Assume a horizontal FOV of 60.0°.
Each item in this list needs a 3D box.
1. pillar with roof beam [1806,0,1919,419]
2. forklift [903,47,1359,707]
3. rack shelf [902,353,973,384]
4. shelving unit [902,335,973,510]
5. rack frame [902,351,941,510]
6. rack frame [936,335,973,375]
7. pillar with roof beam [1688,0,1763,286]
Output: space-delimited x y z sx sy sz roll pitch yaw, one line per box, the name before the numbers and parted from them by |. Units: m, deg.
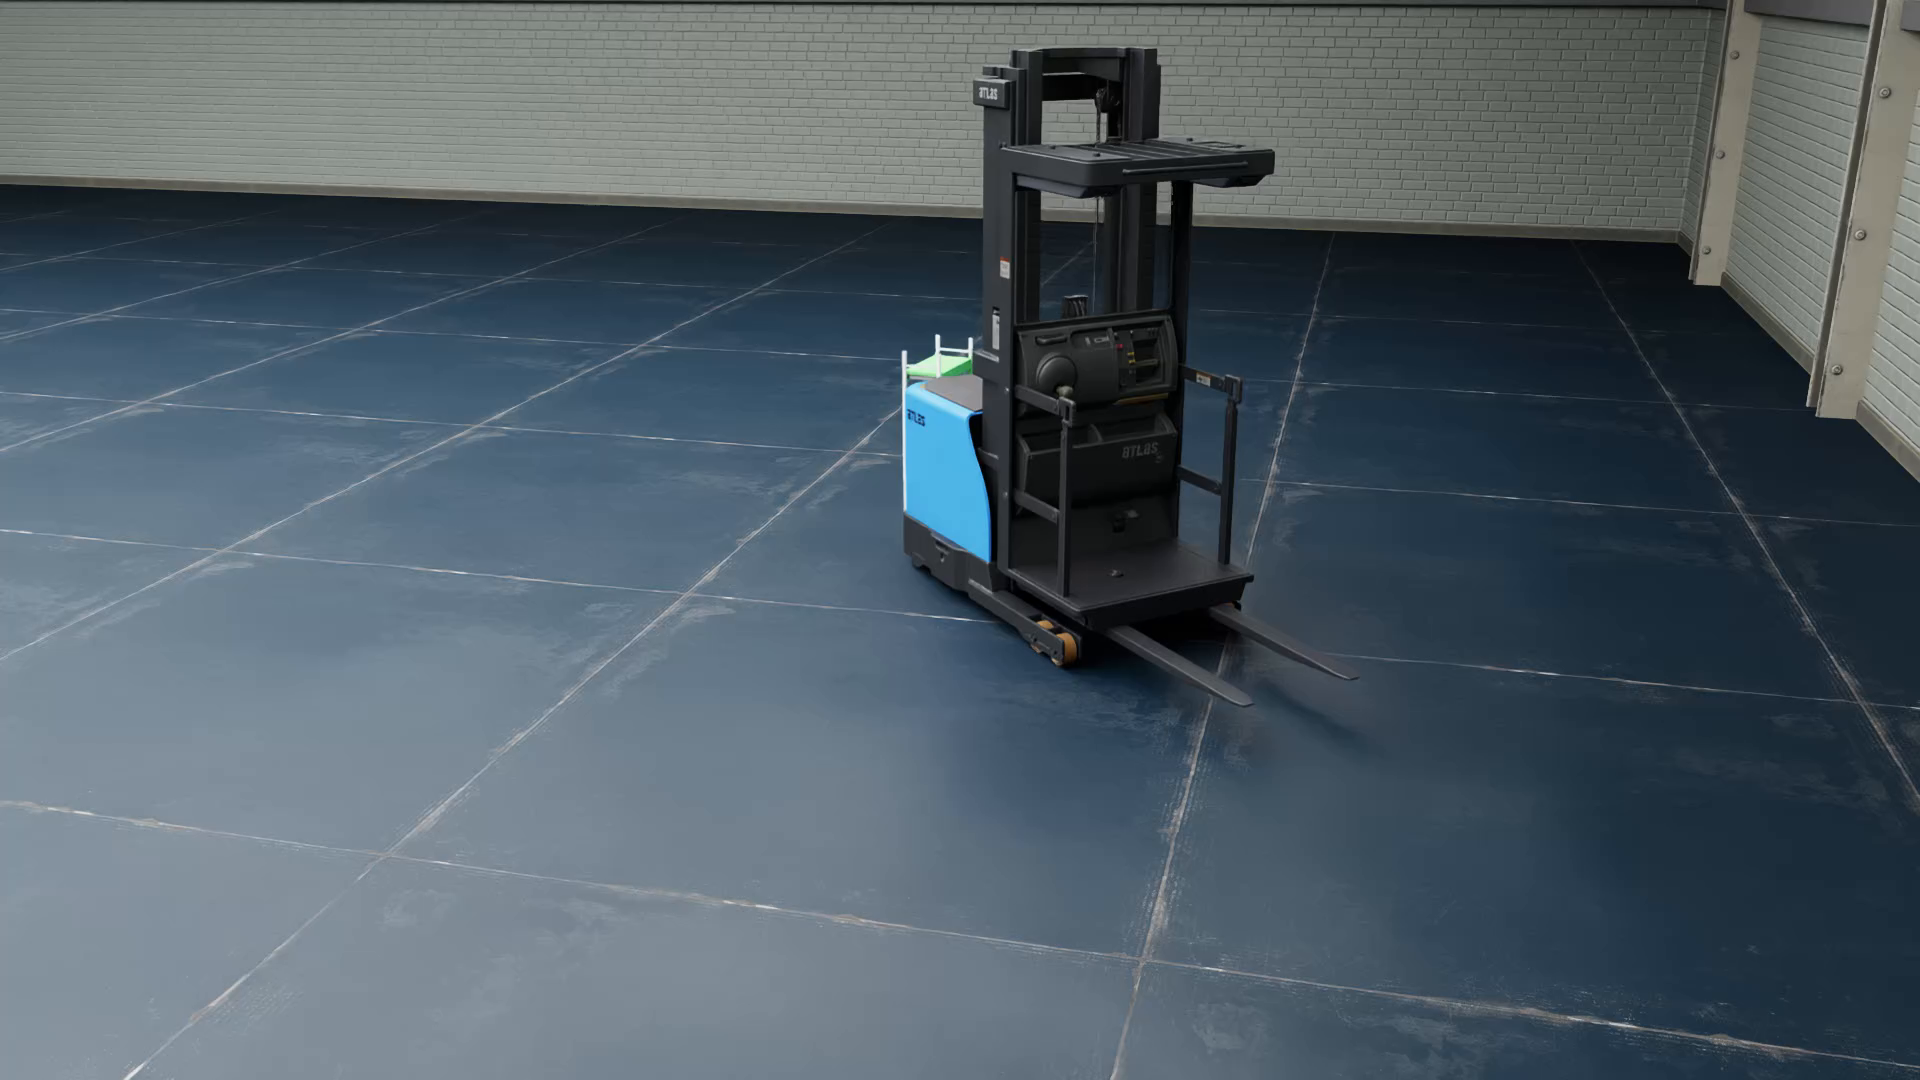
pillar with roof beam | 2.726 -5.610 12.690 9.100 9.000 0.400 5 19 13
forklift | 0.819 -0.922 8.352 1.130 2.935 3.031 -10 21 -27
rack shelf | -0.129 -0.988 9.935 0.258 0.148 0.480 8 20 21
shelving unit | -0.129 -0.594 10.070 0.258 1.200 0.503 8 20 21
rack frame | -0.223 -0.521 9.857 0.240 1.200 0.015 8 20 21
rack frame | -0.034 -0.666 10.283 0.240 1.200 0.015 8 20 21
pillar with roof beam | 4.192 -7.491 18.196 9.100 9.000 0.400 5 19 13
